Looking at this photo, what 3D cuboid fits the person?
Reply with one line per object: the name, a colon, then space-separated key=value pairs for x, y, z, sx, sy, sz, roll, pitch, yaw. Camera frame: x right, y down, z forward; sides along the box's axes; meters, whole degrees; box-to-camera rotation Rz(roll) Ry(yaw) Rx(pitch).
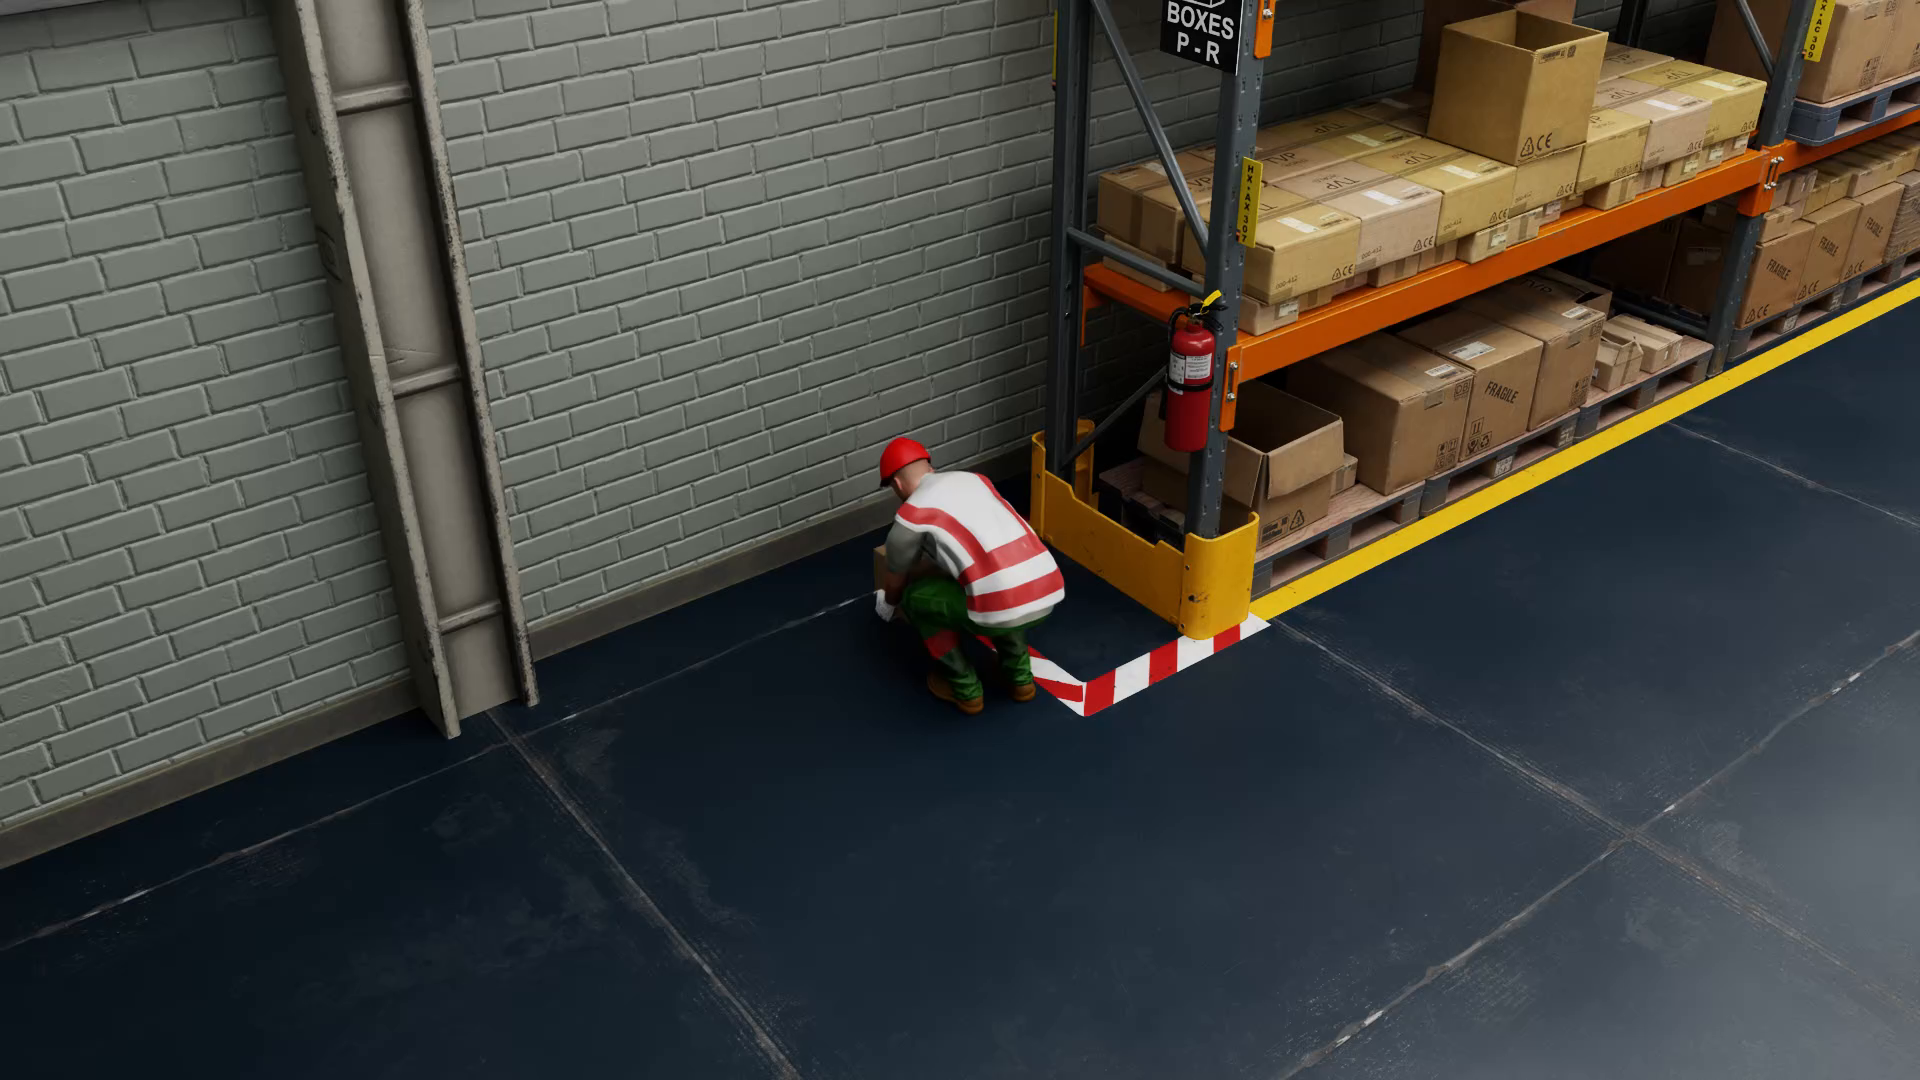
person: x=0.012 y=0.159 z=6.621 sx=0.535 sy=0.989 sz=0.910 roll=-21 pitch=38 yaw=-30
